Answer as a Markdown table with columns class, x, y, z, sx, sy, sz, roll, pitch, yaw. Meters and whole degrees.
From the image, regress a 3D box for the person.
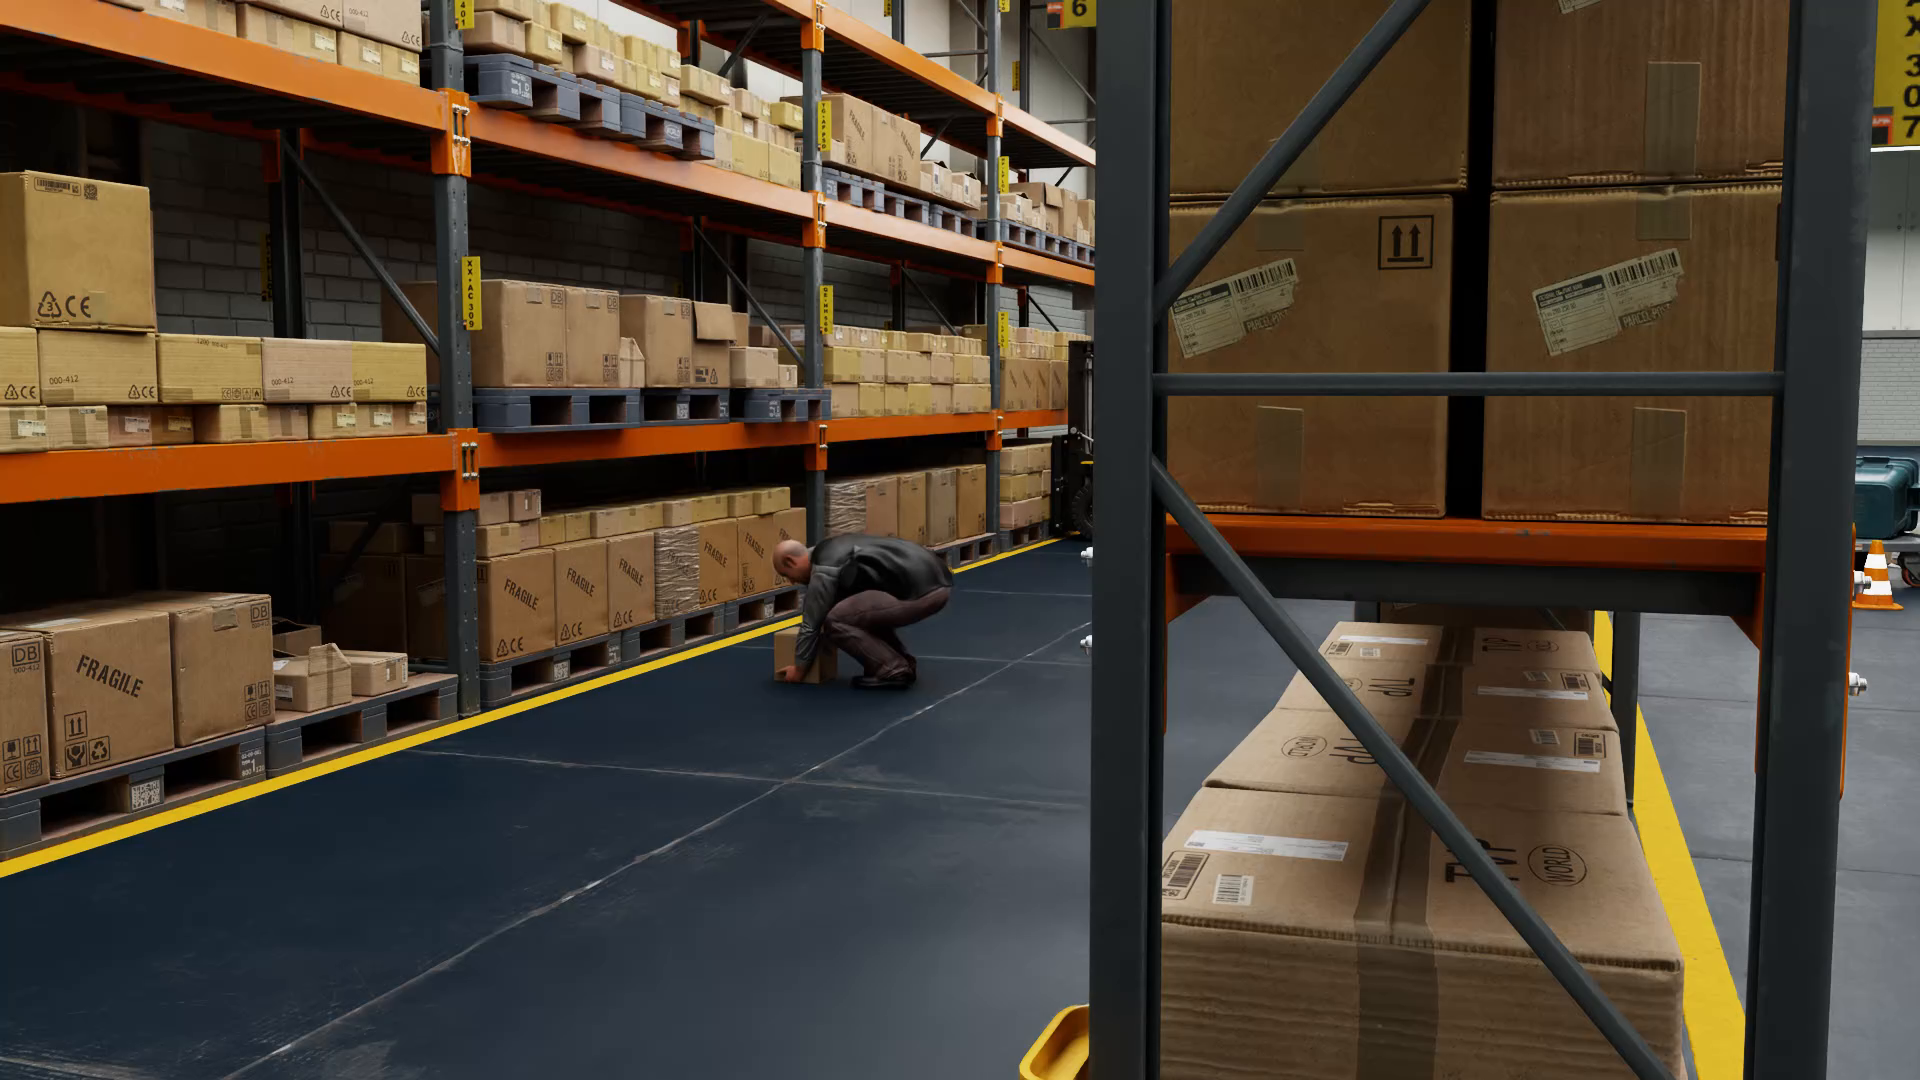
| class | x | y | z | sx | sy | sz | roll | pitch | yaw |
| --- | --- | --- | --- | --- | --- | --- | --- | --- | --- |
| person | -0.510 | 0.364 | 8.535 | 0.936 | 0.790 | 0.500 | 2 | 5 | 17 |
